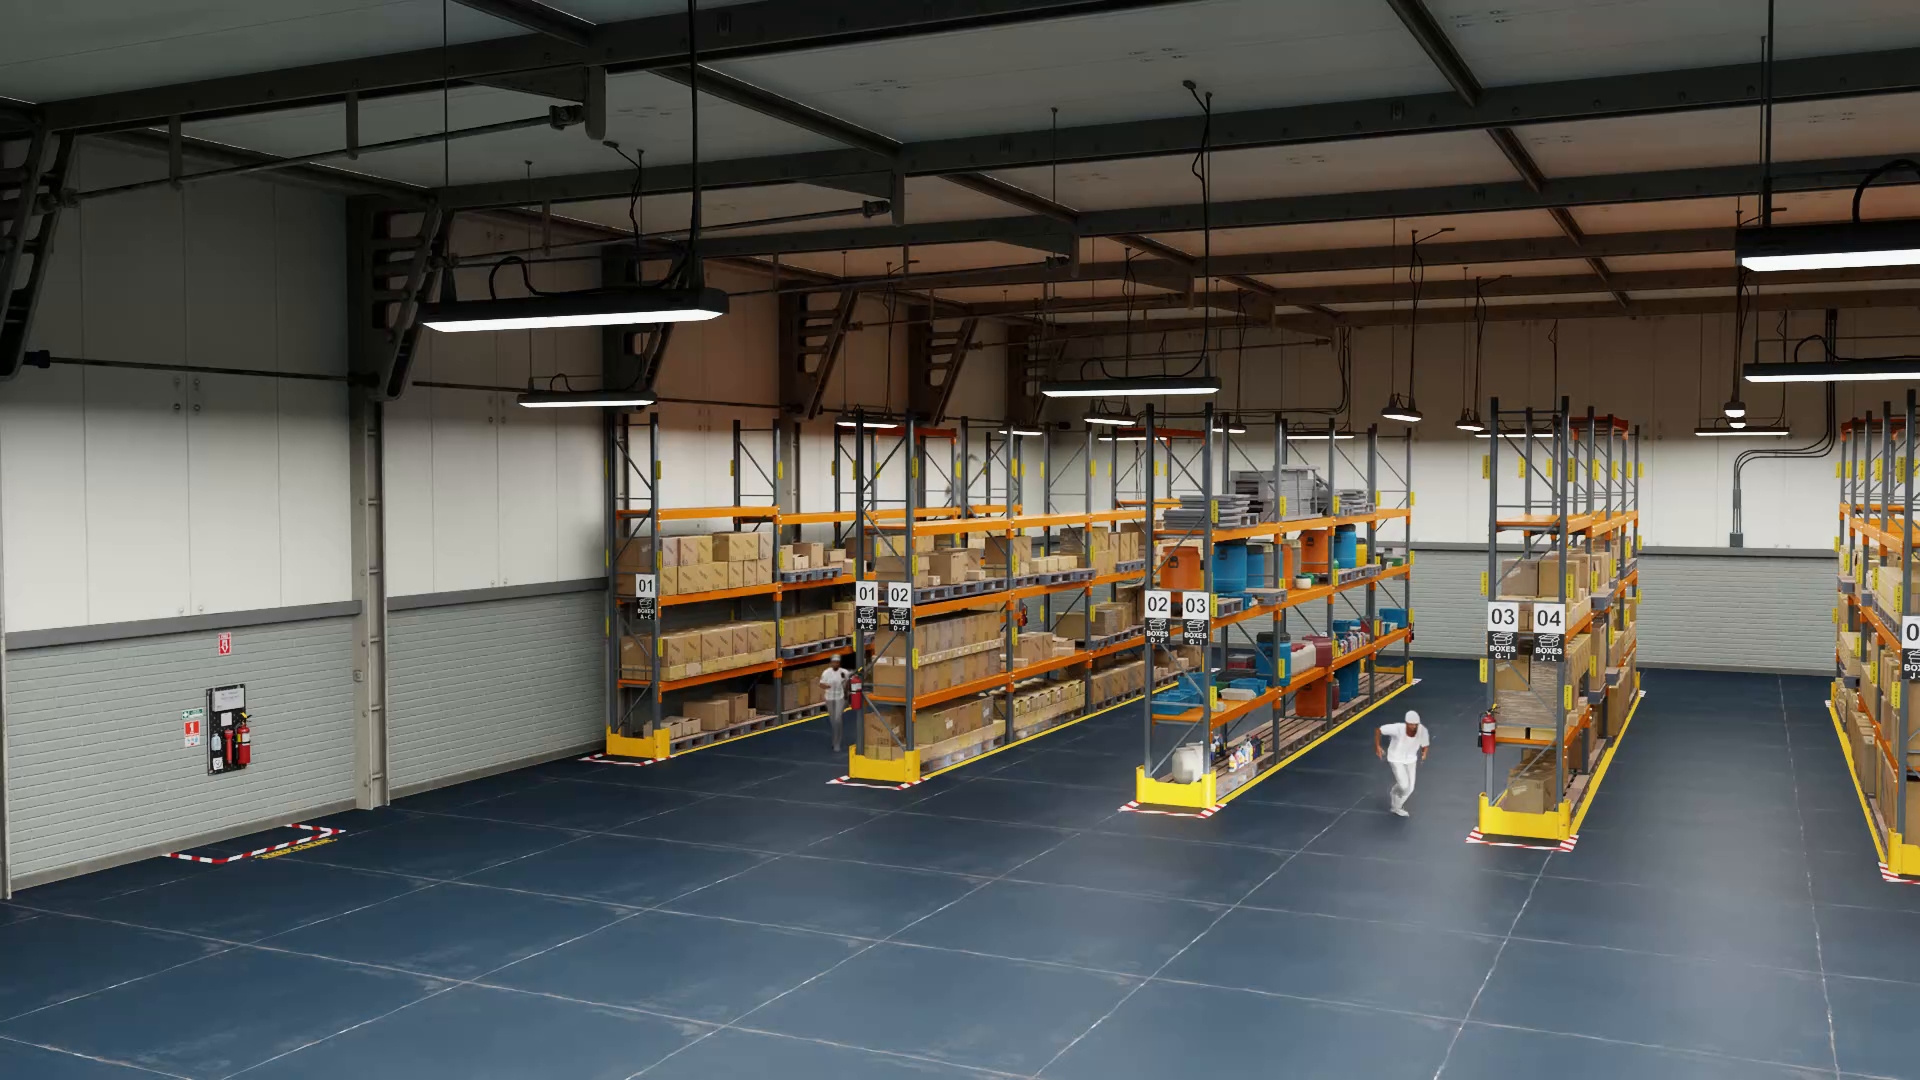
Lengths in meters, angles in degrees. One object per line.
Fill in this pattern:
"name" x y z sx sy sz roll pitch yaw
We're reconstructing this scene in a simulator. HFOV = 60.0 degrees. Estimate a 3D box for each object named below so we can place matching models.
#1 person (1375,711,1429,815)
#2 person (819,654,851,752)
"person" 6.340 3.207 23.850 0.736 1.578 0.838 0 2 -8
"person" -2.253 2.904 29.894 0.555 1.747 0.816 0 2 4
